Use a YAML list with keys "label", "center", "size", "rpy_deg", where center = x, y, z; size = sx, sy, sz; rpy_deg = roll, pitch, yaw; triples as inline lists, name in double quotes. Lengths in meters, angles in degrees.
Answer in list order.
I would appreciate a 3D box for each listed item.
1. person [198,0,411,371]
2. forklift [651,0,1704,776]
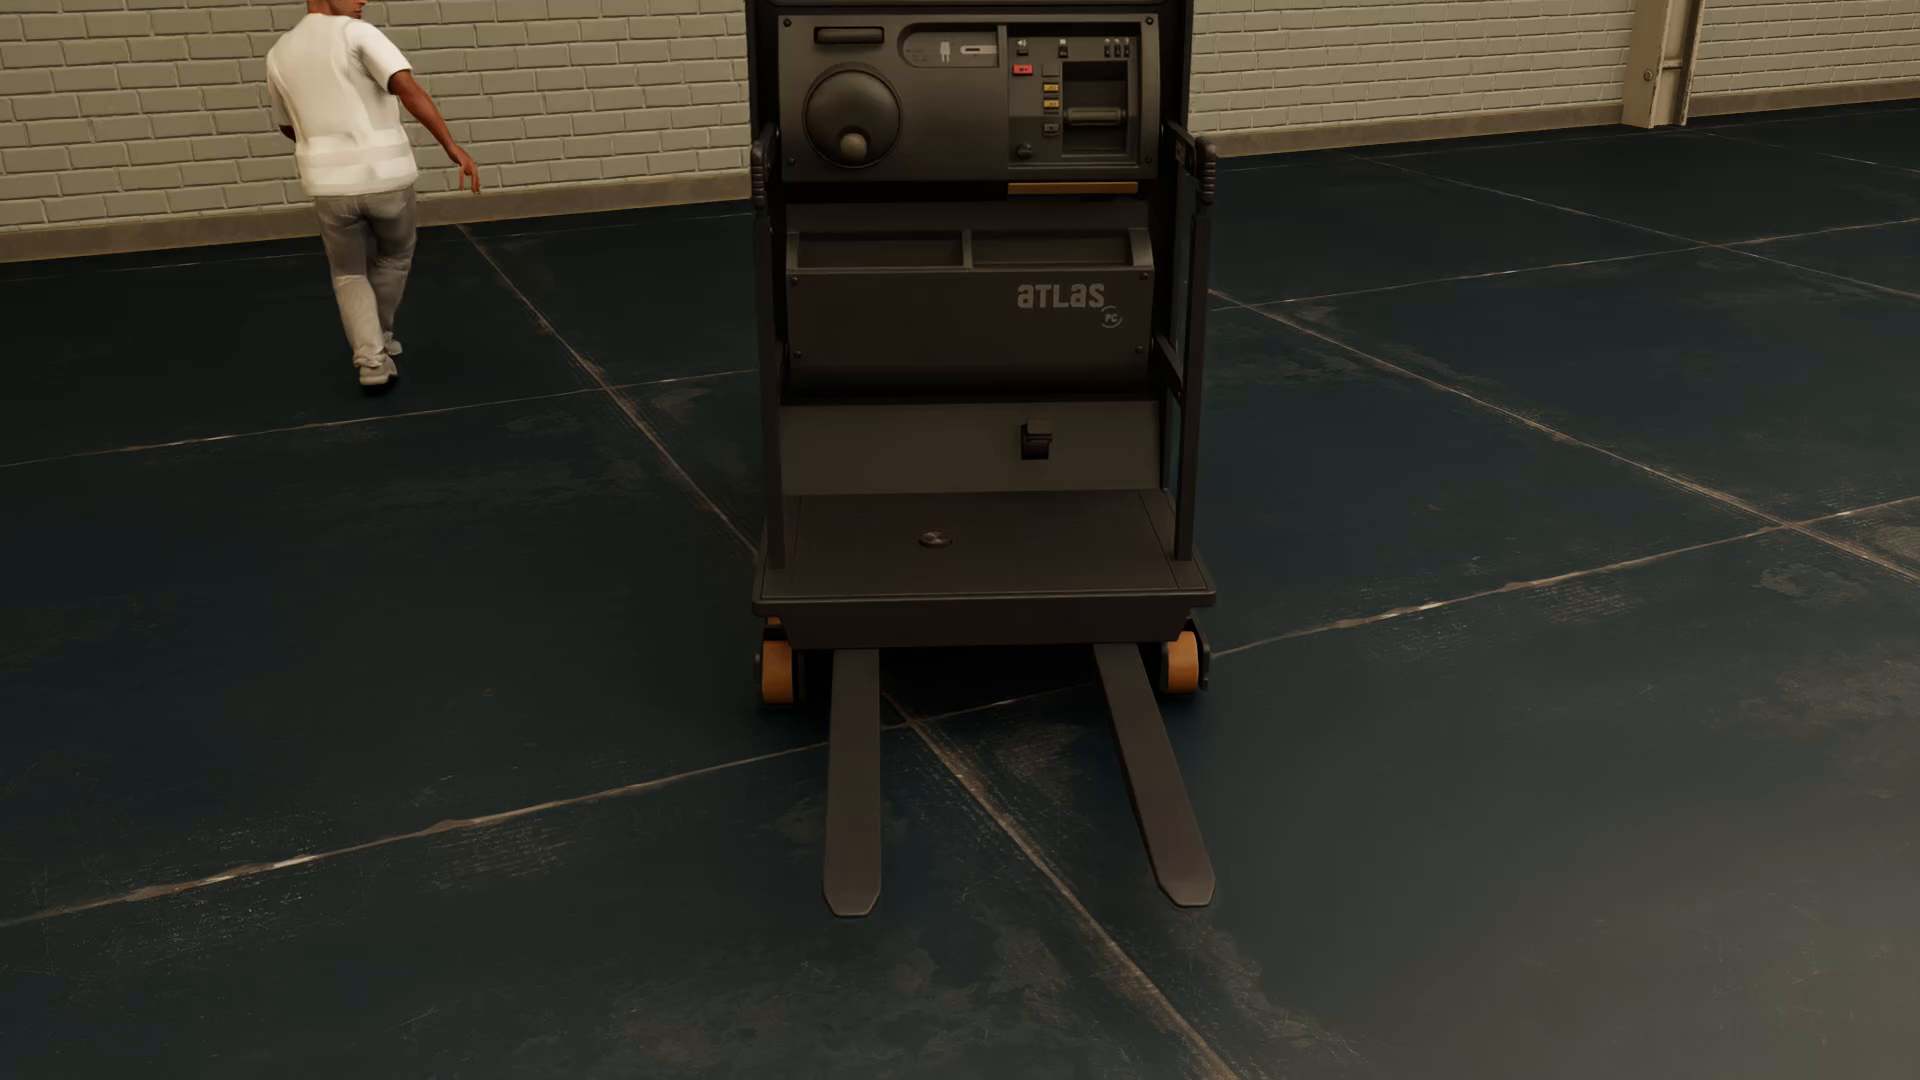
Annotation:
- label: "person"
  center: [-2.606, -1.566, 6.609]
  size: [0.789, 1.741, 0.522]
  rpy_deg: [11, 25, 24]
- label: "forklift"
  center: [0.428, -1.184, 4.136]
  size: [1.130, 2.935, 3.031]
  rpy_deg: [-20, 30, -39]
